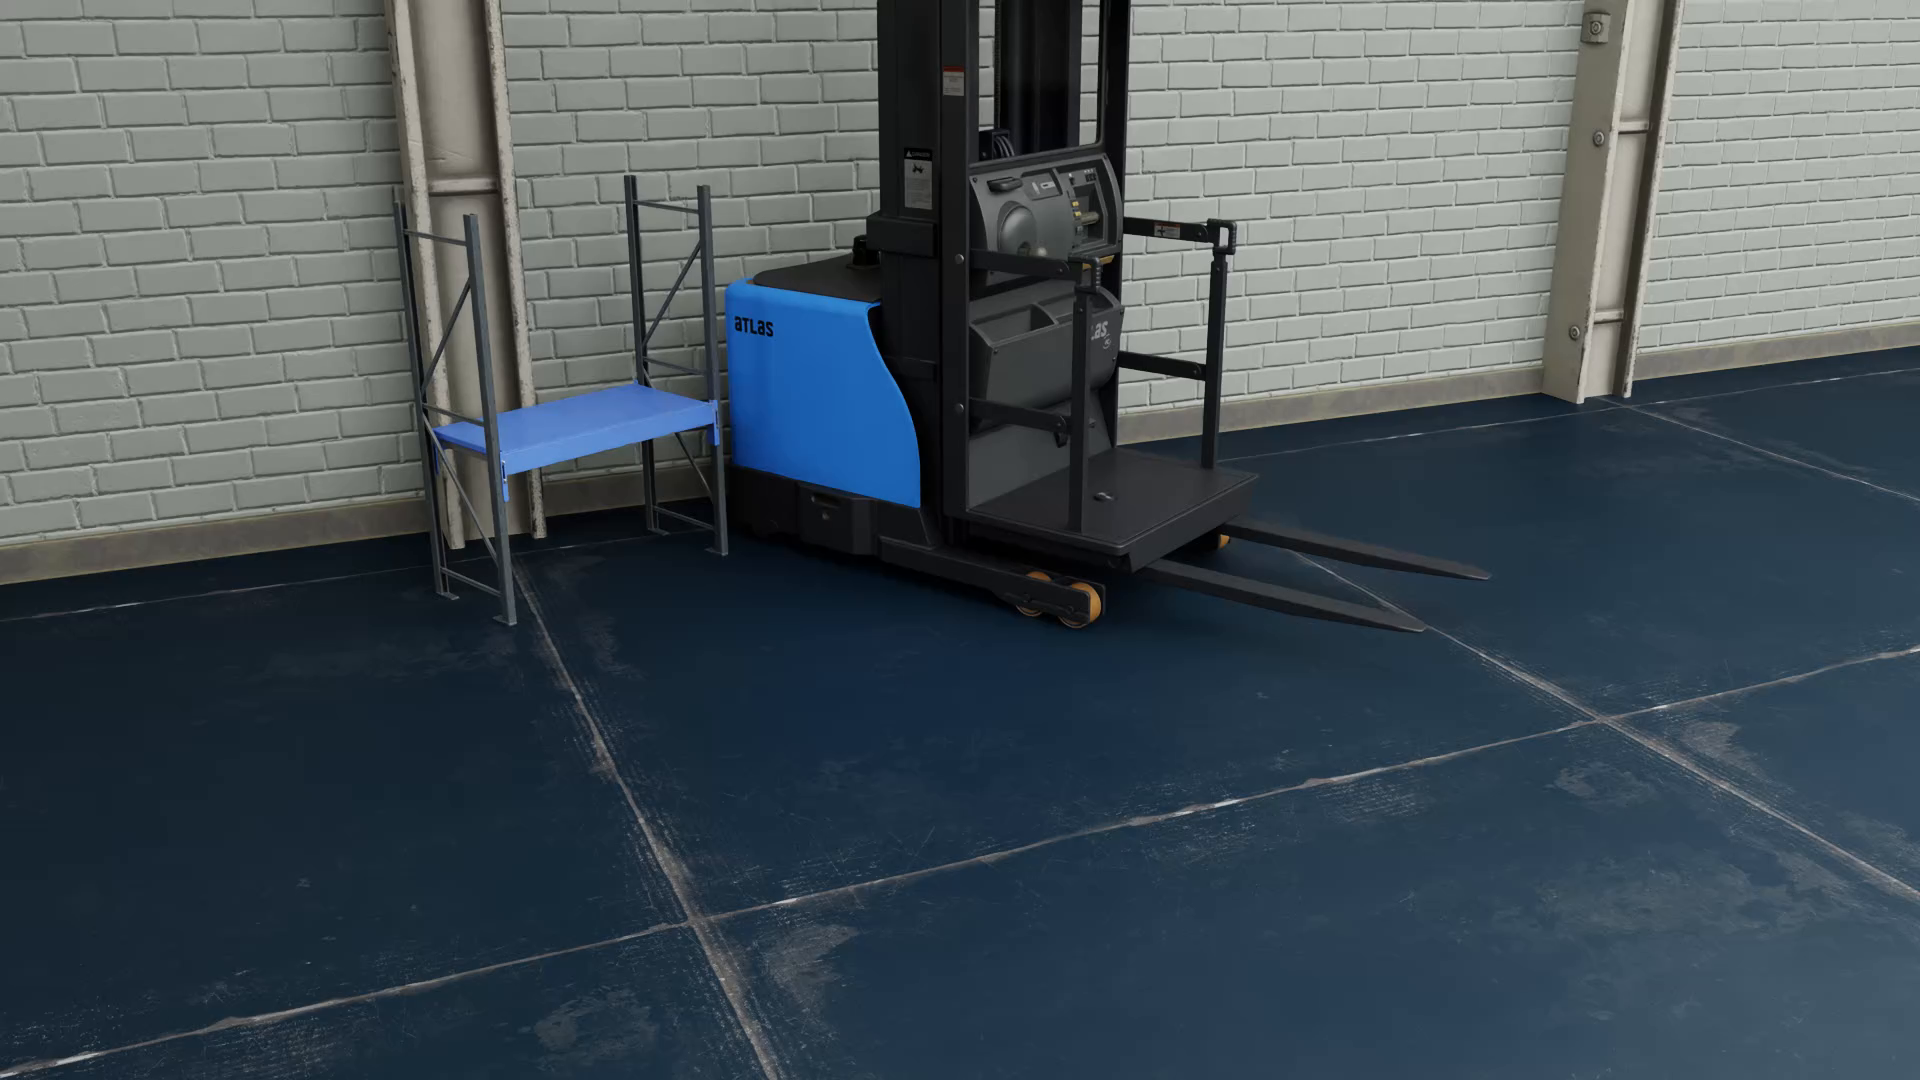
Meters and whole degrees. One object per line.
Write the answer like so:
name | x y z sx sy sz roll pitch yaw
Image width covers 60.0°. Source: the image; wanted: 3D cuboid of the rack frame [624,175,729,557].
rack frame | -1.150 -0.699 6.748 0.500 1.500 0.032 17 25 39

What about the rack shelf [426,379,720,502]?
rack shelf | -1.490 -0.404 6.452 0.538 0.185 1.000 17 25 39

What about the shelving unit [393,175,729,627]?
shelving unit | -1.490 -0.573 6.392 0.538 1.500 1.048 17 25 39

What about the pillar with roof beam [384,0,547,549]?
pillar with roof beam | -0.290 -2.966 1.896 0.400 9.000 9.100 -8 21 -22

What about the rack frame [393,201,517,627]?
rack frame | -1.831 -0.448 6.036 0.500 1.500 0.032 17 25 39

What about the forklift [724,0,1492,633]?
forklift | 0.506 -1.258 6.181 3.031 2.935 1.130 14 24 34

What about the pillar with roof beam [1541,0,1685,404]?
pillar with roof beam | 5.219 -3.755 4.138 0.400 9.000 9.100 -8 21 -22
